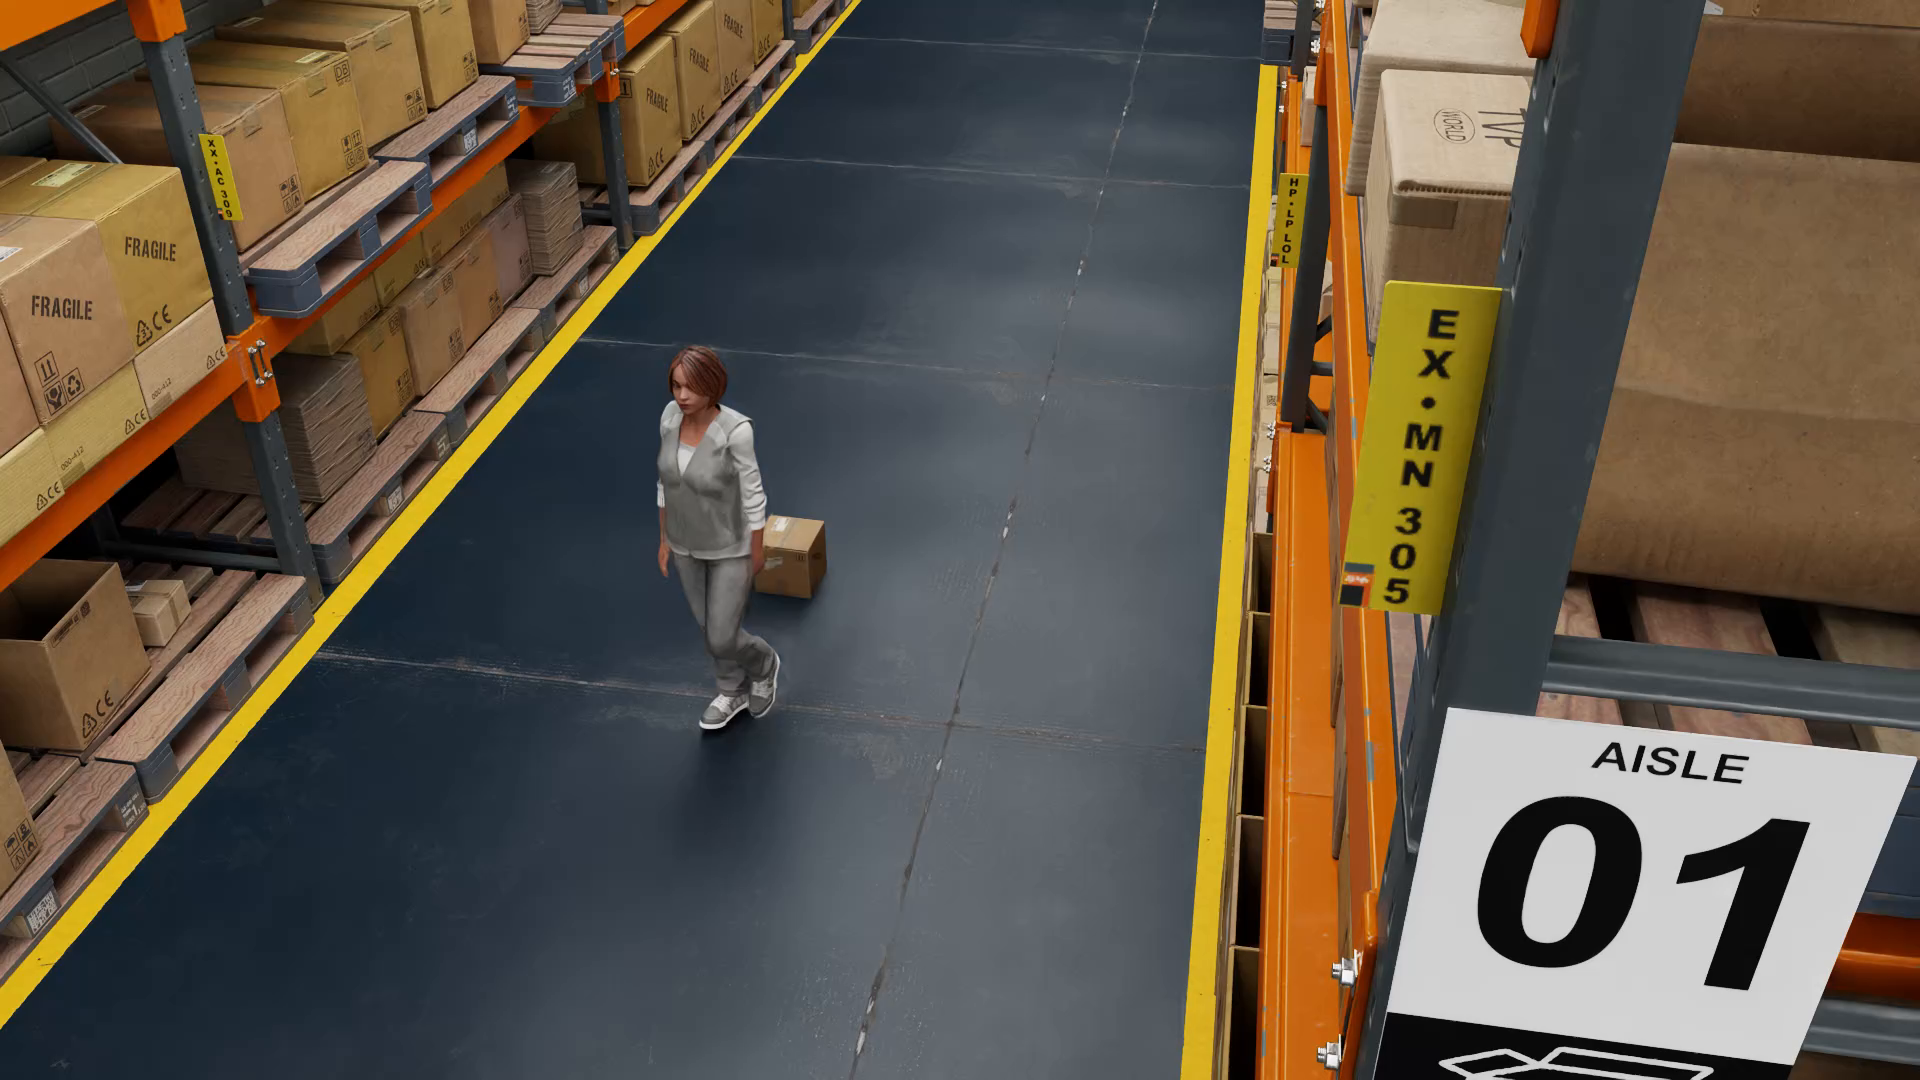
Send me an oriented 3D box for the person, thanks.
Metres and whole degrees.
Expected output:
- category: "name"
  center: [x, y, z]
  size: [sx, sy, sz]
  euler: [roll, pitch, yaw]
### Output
- category: "person"
  center: [-0.902, 0.023, 6.065]
  size: [0.405, 1.588, 0.414]
  euler: [17, 36, 24]
